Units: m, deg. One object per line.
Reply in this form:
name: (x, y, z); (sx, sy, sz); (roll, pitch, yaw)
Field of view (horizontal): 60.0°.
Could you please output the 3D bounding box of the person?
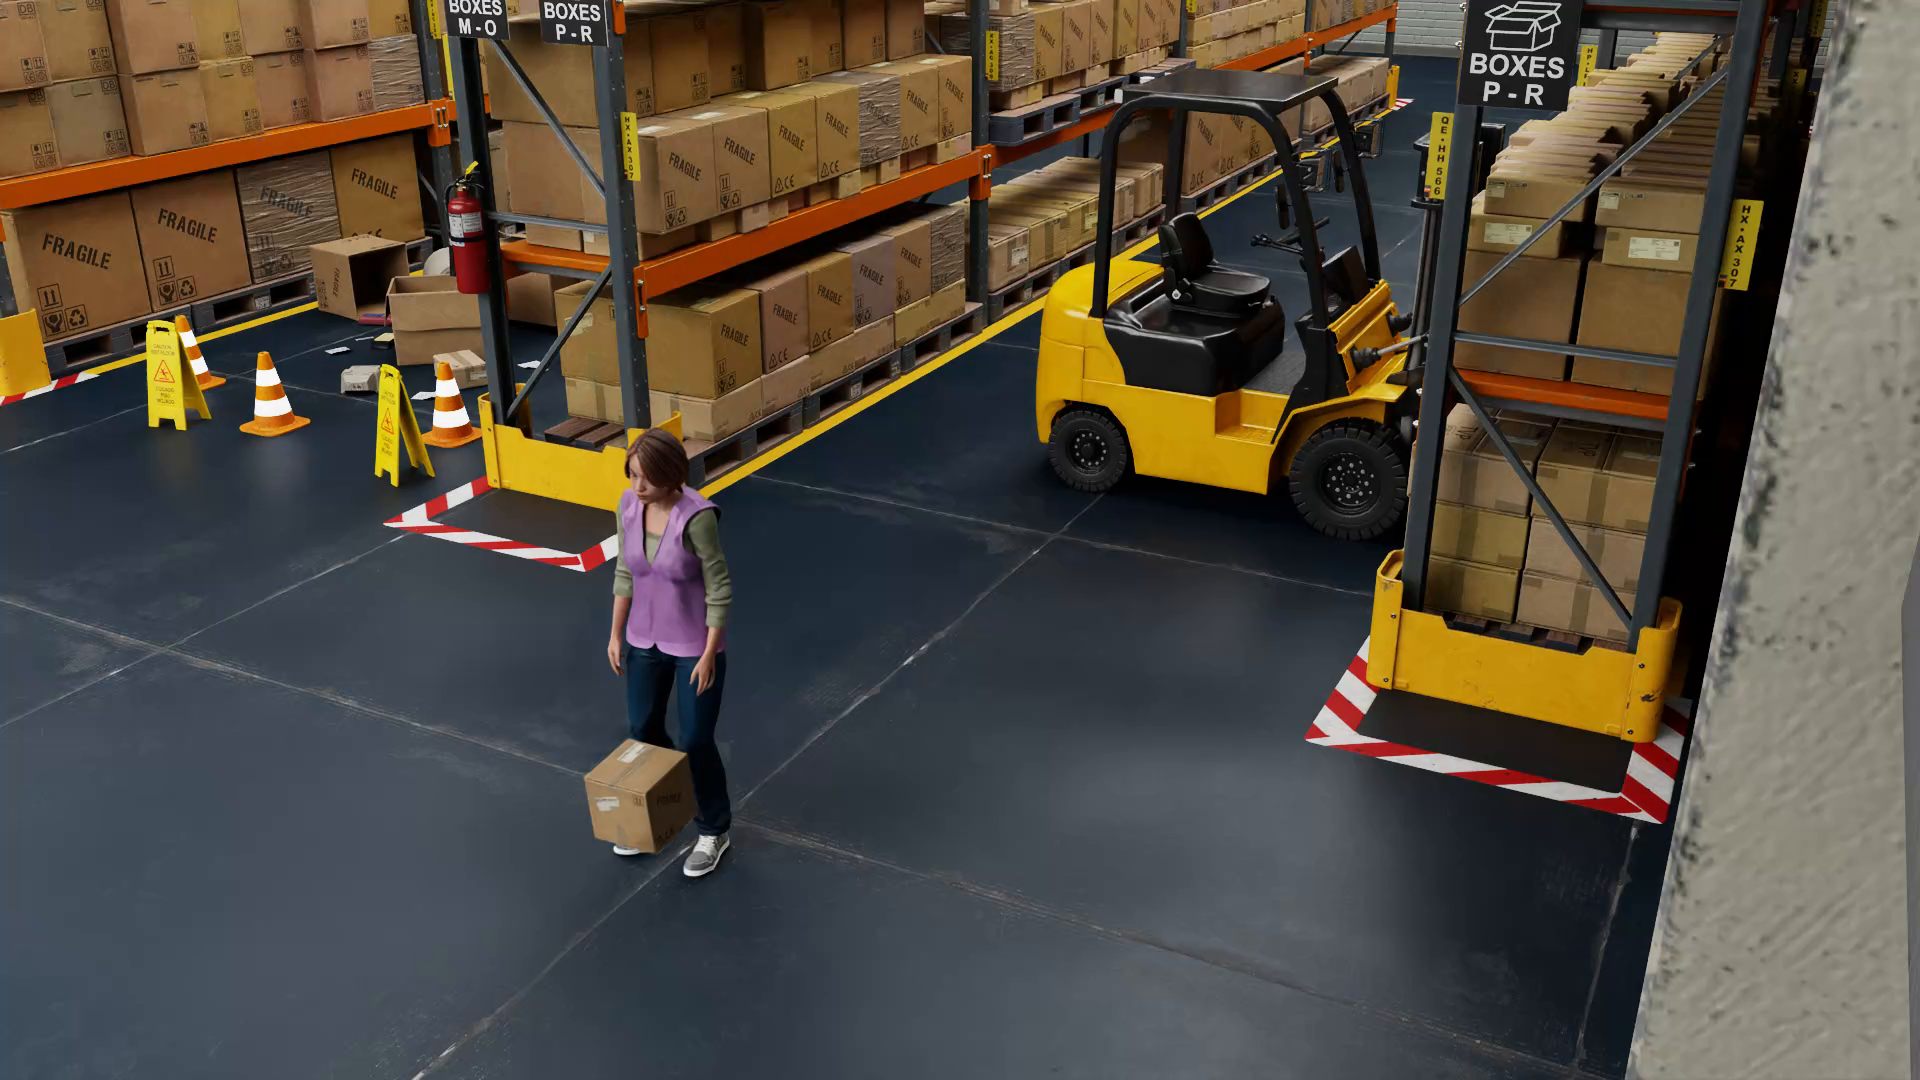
person: (-0.977, 0.373, 5.641); (0.444, 1.585, 0.345); (10, 25, 23)
